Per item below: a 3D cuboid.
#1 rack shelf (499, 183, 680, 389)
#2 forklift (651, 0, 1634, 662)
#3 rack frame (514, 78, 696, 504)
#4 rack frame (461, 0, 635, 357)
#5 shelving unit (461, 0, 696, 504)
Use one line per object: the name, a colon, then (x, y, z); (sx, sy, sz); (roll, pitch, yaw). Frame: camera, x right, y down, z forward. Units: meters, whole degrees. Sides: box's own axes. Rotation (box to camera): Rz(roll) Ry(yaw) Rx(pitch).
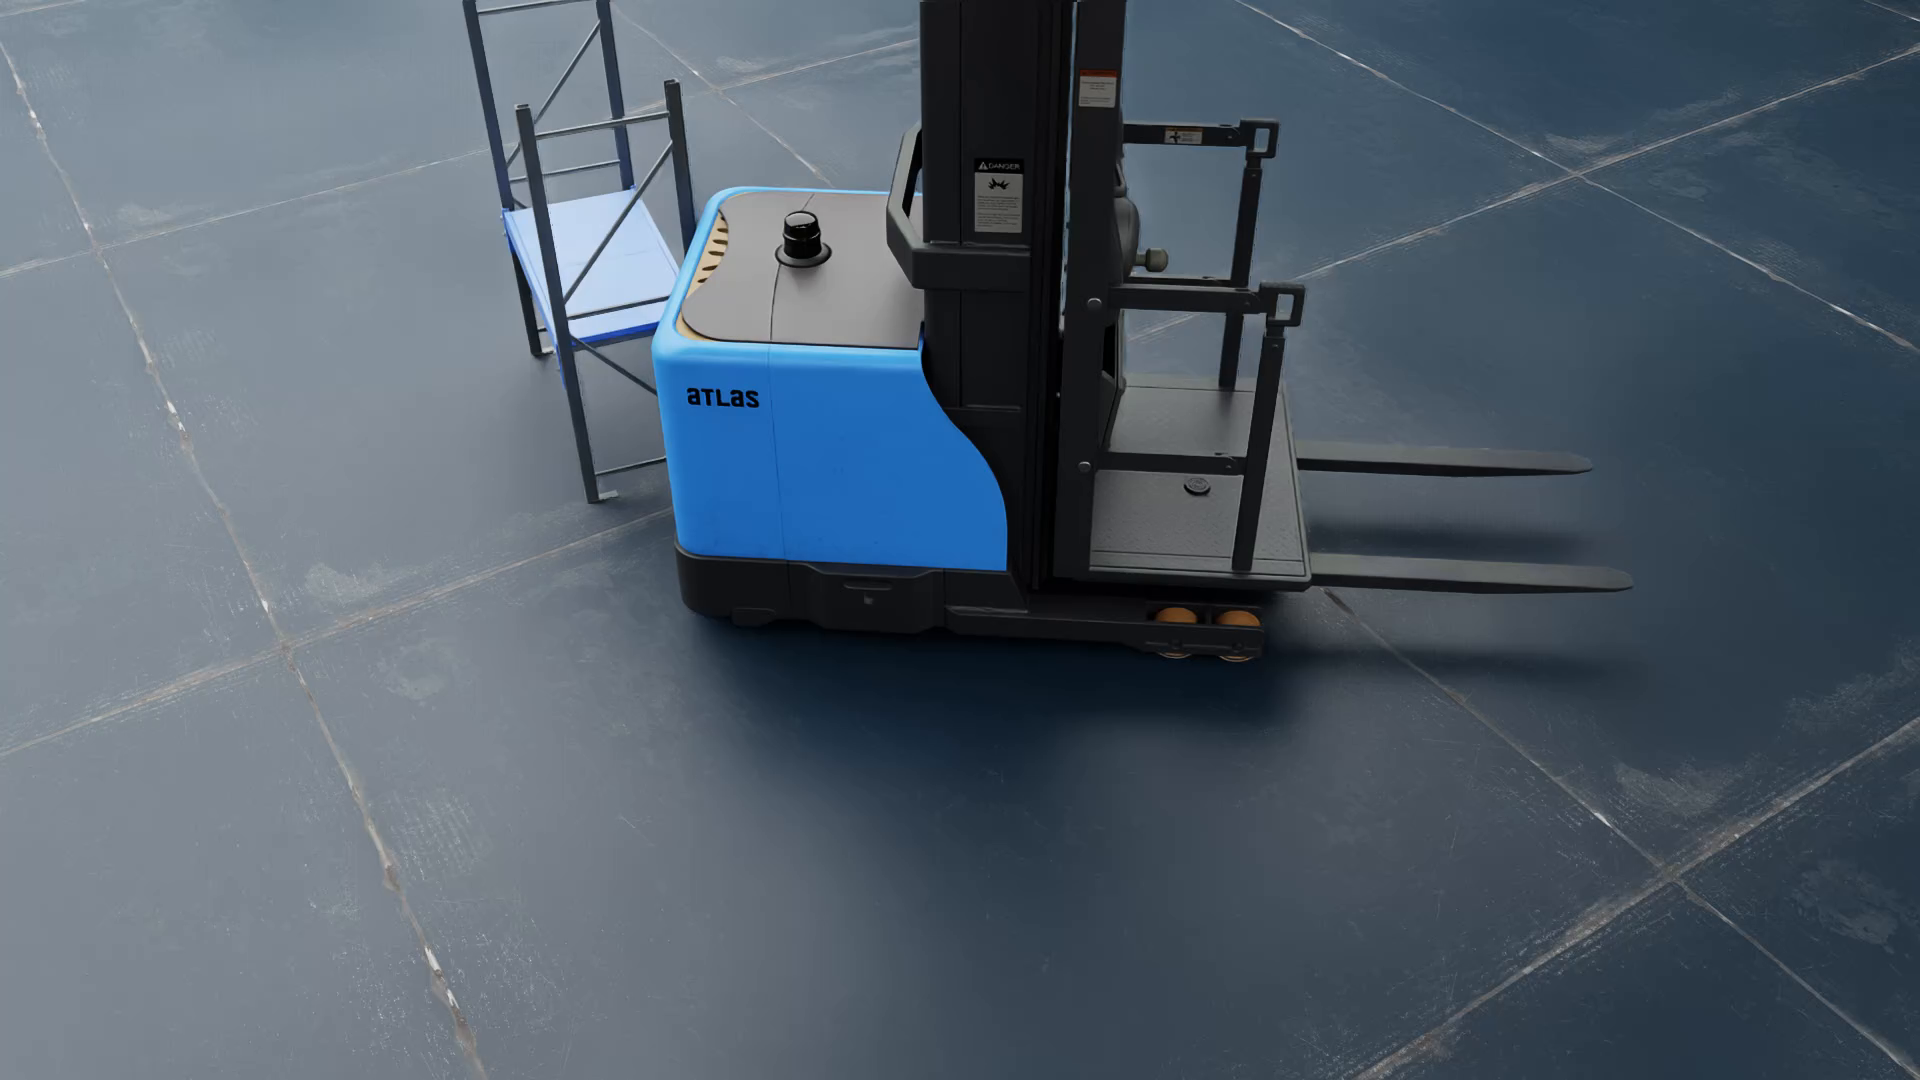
rack shelf: (-1.288, -0.936, 5.983); (0.538, 0.185, 1.000); (-15, 42, -17)
forklift: (0.635, -1.095, 4.774); (3.031, 2.935, 1.130); (3, 40, 3)
rack frame: (-1.095, -0.773, 5.506); (0.500, 1.500, 0.032); (-15, 42, -17)
rack frame: (-1.480, -1.376, 6.230); (0.500, 1.500, 0.032); (-15, 42, -17)
shelving unit: (-1.288, -1.075, 5.868); (0.538, 1.500, 1.048); (-15, 42, -17)
